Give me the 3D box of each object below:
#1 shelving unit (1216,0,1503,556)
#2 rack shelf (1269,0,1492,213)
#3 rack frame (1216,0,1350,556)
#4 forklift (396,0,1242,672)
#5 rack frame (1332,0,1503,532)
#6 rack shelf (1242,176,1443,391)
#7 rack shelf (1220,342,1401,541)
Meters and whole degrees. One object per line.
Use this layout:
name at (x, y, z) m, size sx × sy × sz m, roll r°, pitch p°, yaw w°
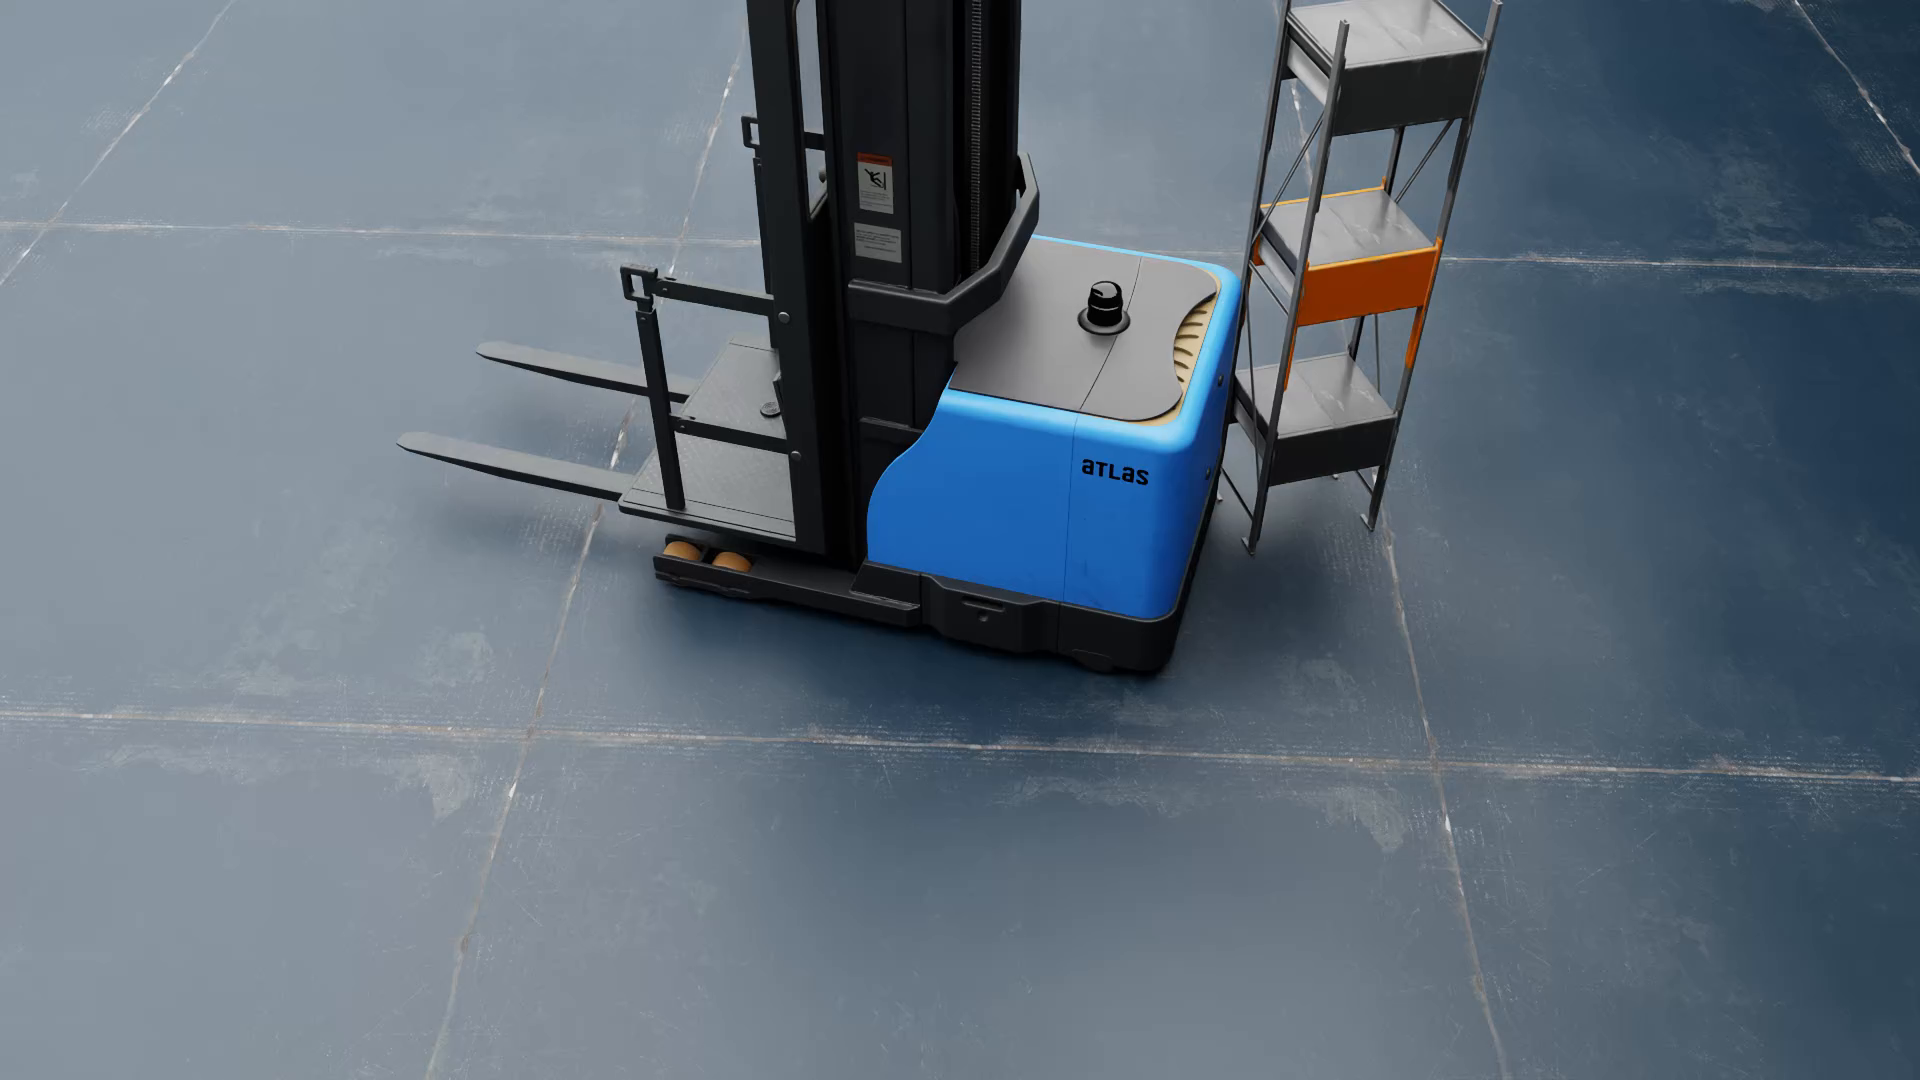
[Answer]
shelving unit at (1.277, -0.884, 5.654) m, size 0.503 × 2.100 × 0.431 m, roll -11°, pitch 44°, yaw -12°
rack shelf at (1.283, -1.384, 5.184) m, size 0.480 × 0.518 × 0.431 m, roll -11°, pitch 44°, yaw -12°
rack frame at (1.042, -0.839, 5.603) m, size 0.015 × 2.100 × 0.400 m, roll -11°, pitch 44°, yaw -12°
forklift at (-0.601, -1.197, 5.384) m, size 3.031 × 2.935 × 1.130 m, roll 12°, pitch 44°, yaw 12°
rack frame at (1.511, -0.929, 5.704) m, size 0.015 × 2.100 × 0.400 m, roll -11°, pitch 44°, yaw -12°
rack shelf at (1.277, -0.874, 5.663) m, size 0.480 × 0.518 × 0.431 m, roll -11°, pitch 44°, yaw -12°
rack shelf at (1.271, -0.364, 6.142) m, size 0.480 × 0.518 × 0.431 m, roll -11°, pitch 44°, yaw -12°
